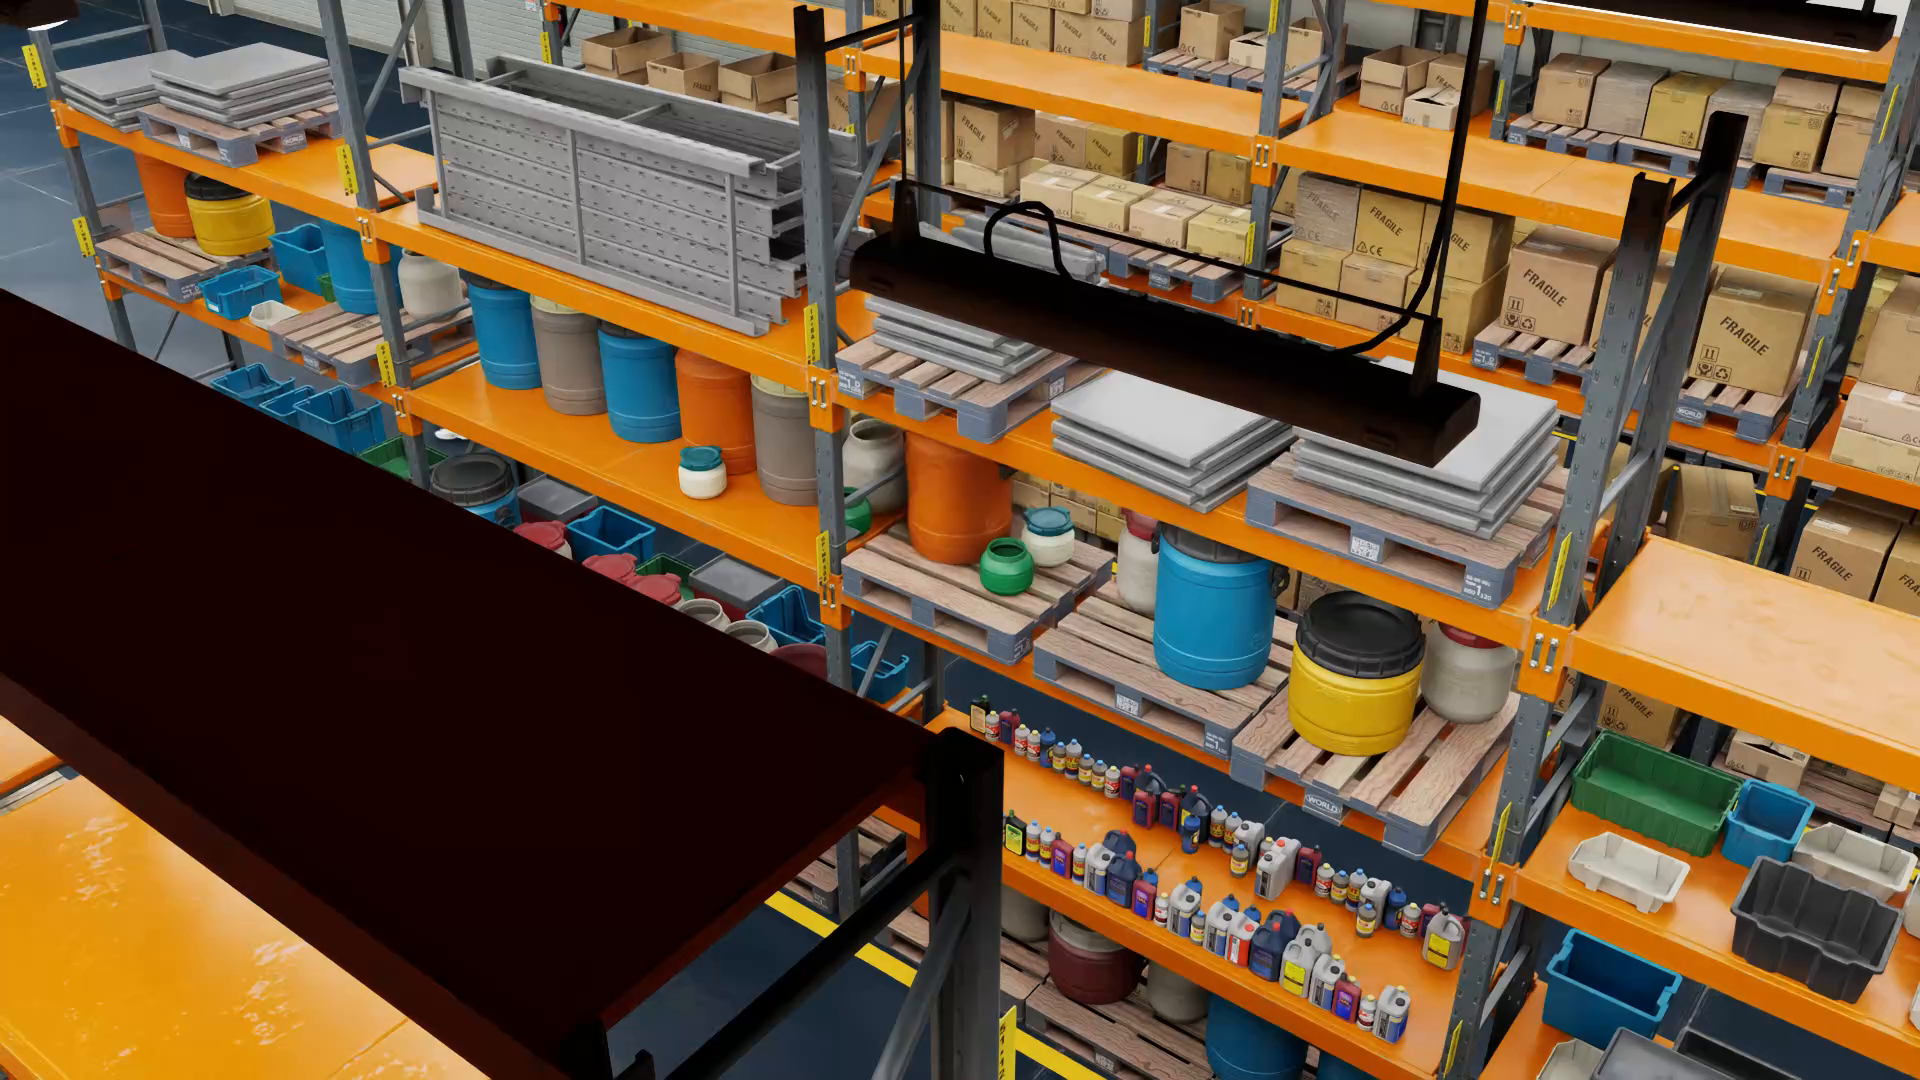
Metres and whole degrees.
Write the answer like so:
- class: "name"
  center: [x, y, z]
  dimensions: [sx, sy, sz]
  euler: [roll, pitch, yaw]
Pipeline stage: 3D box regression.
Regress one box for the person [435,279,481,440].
- class: "person"
  center: [-4.832, -1.772, 16.482]
  dimensions: [0.965, 1.749, 0.644]
  euler: [-9, 33, -14]
